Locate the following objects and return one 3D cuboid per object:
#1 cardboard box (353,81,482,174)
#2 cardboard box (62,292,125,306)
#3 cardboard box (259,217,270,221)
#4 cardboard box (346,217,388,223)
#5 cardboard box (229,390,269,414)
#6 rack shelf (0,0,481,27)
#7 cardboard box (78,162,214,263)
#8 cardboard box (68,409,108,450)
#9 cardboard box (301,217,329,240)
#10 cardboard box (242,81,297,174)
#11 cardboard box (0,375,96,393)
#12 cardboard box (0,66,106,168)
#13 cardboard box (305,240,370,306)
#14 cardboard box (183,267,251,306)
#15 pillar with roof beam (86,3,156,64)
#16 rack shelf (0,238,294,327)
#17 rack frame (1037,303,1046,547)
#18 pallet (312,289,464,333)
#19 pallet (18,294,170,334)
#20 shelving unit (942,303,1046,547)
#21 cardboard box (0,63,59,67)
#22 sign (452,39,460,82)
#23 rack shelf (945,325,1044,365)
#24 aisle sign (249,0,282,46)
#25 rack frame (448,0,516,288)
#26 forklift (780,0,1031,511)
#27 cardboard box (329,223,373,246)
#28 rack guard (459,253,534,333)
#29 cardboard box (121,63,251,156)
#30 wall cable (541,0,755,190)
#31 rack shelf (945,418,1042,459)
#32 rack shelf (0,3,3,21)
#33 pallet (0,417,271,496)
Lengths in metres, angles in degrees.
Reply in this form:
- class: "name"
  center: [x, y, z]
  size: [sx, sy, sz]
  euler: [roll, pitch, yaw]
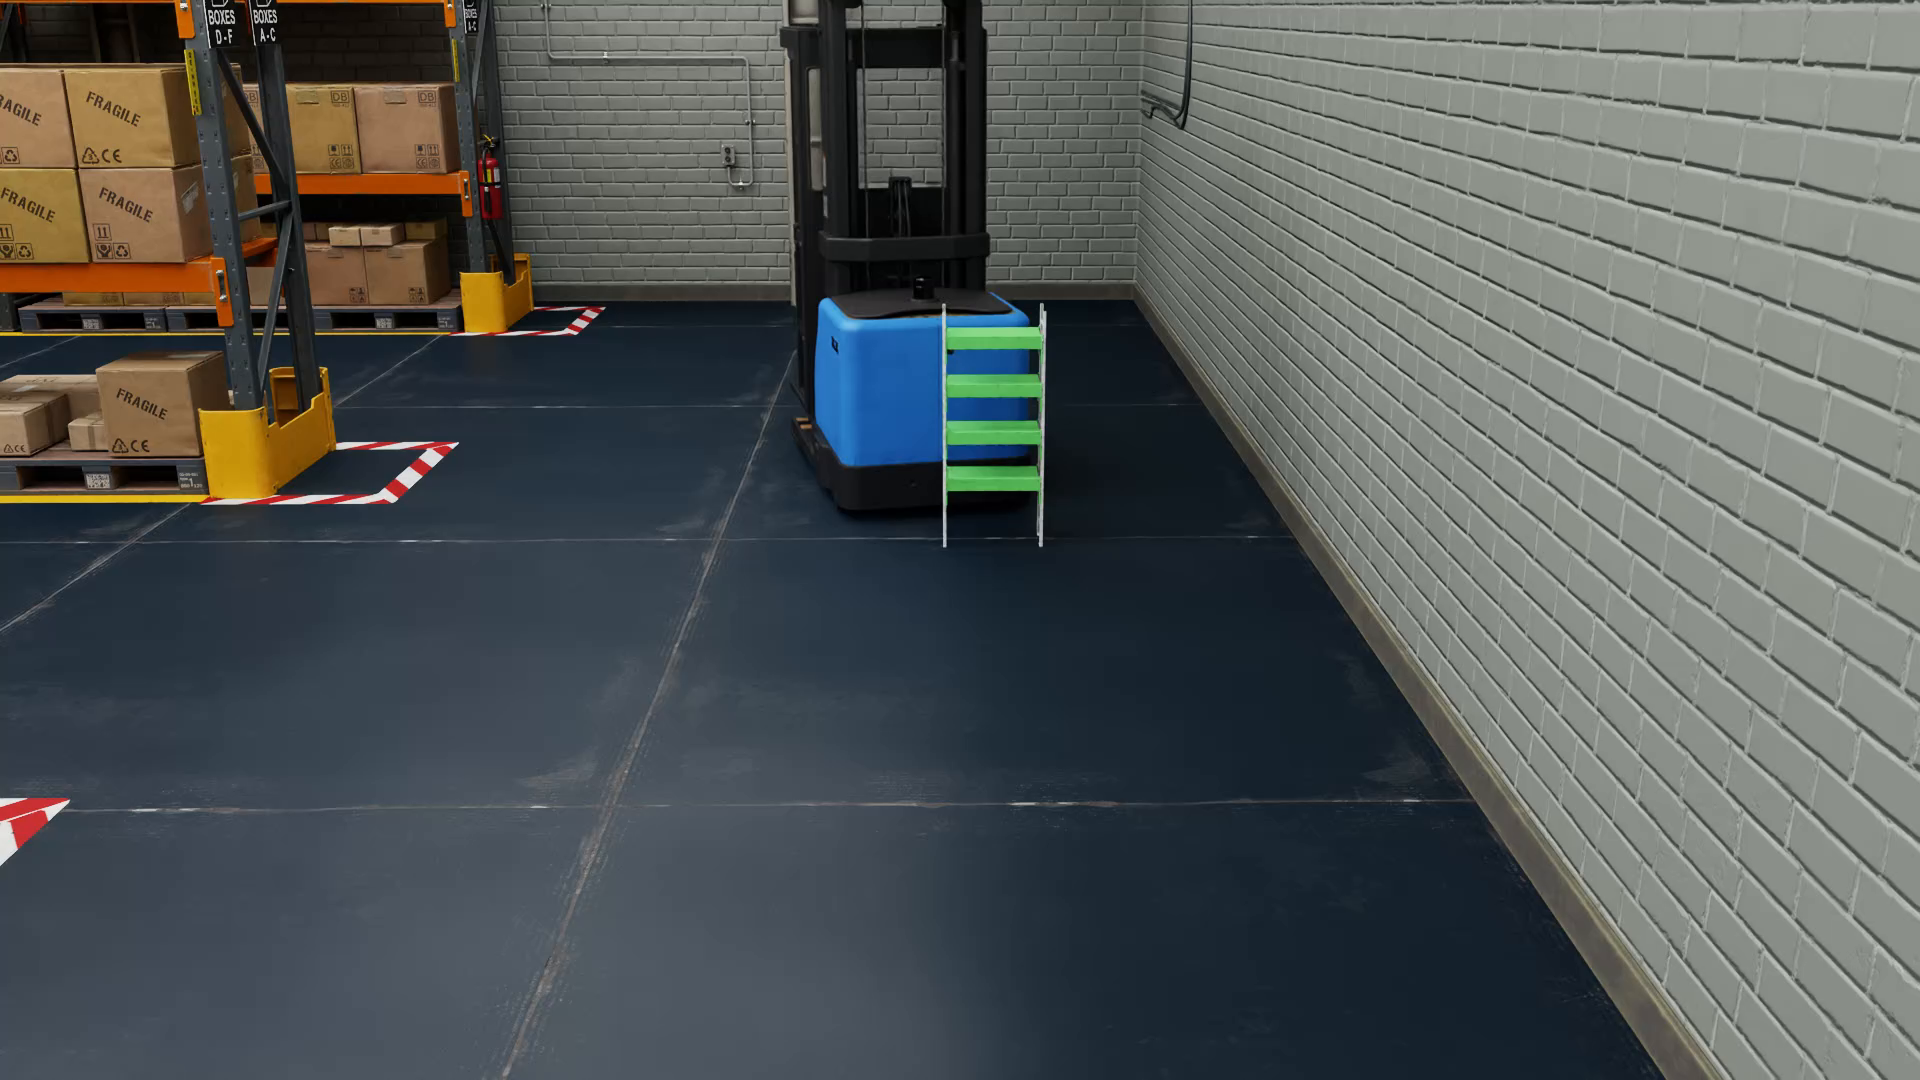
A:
- class: "cardboard box"
  center: [-4.548, -3.486, 14.012]
  size: [0.700, 0.700, 0.980]
  euler: [1, 18, 2]
- class: "cardboard box"
  center: [-7.289, -2.311, 14.246]
  size: [0.500, 0.500, 0.700]
  euler: [0, 18, 0]
- class: "cardboard box"
  center: [-6.136, -2.687, 14.356]
  size: [0.250, 0.149, 0.380]
  euler: [-1, 18, -2]
- class: "cardboard box"
  center: [-5.122, -2.692, 14.371]
  size: [0.250, 0.149, 0.380]
  euler: [0, 18, -1]
- class: "cardboard box"
  center: [-4.381, -0.790, 10.047]
  size: [0.250, 0.149, 0.380]
  euler: [0, 18, -1]
- class: "rack shelf"
  center: [-6.038, -4.424, 13.696]
  size: [4.000, 0.370, 1.077]
  euler: [0, 18, -1]
- class: "cardboard box"
  center: [-4.400, -1.798, 9.077]
  size: [0.500, 0.500, 0.500]
  euler: [0, 18, 1]
- class: "cardboard box"
  center: [-4.903, -0.643, 9.561]
  size: [0.250, 0.166, 0.380]
  euler: [0, 18, -1]
- class: "cardboard box"
  center: [-5.626, -2.689, 14.363]
  size: [0.250, 0.149, 0.380]
  euler: [0, 18, 0]
- class: "cardboard box"
  center: [-6.038, -3.478, 13.987]
  size: [0.700, 0.700, 0.980]
  euler: [-1, 18, -4]
- class: "cardboard box"
  center: [-5.505, -0.815, 9.958]
  size: [0.500, 0.250, 0.500]
  euler: [0, 18, -1]
- class: "cardboard box"
  center: [-4.902, -2.270, 8.913]
  size: [0.500, 0.500, 0.500]
  euler: [0, 18, 1]
- class: "cardboard box"
  center: [-5.237, -2.322, 14.279]
  size: [0.500, 0.500, 0.700]
  euler: [0, 18, -1]
- class: "cardboard box"
  center: [-6.273, -2.314, 14.256]
  size: [0.500, 0.500, 0.700]
  euler: [0, 18, 0]
- class: "pillar with roof beam"
  center: [-7.284, -5.138, 9.833]
  size: [0.400, 9.000, 9.100]
  euler: [0, 18, -1]
- class: "rack shelf"
  center: [-5.956, -1.483, 9.438]
  size: [4.000, 0.370, 1.077]
  euler: [0, 18, -1]
- class: "rack frame"
  center: [0.409, -0.573, 8.370]
  size: [0.015, 1.200, 0.240]
  euler: [0, 18, -1]
- class: "pallet"
  center: [-4.837, -1.993, 14.414]
  size: [1.213, 0.211, 1.003]
  euler: [0, 18, -1]
- class: "pallet"
  center: [-7.276, -1.981, 14.377]
  size: [1.213, 0.211, 1.003]
  euler: [0, 18, -1]
- class: "shelving unit"
  center: [0.166, -0.572, 8.367]
  size: [0.503, 1.200, 0.258]
  euler: [0, 18, -1]
- class: "cardboard box"
  center: [-5.427, -2.432, 9.417]
  size: [0.500, 0.500, 0.500]
  euler: [0, 18, 0]
- class: "sign"
  center: [-4.044, -3.847, 13.345]
  size: [0.005, 0.325, 0.100]
  euler: [0, 18, -1]
- class: "rack shelf"
  center: [0.166, -0.968, 8.240]
  size: [0.480, 0.148, 0.258]
  euler: [0, 18, -1]
- class: "aisle sign"
  center: [-3.893, -3.163, 9.242]
  size: [0.004, 0.787, 0.394]
  euler: [0, 18, -1]
- class: "rack frame"
  center: [-4.039, -3.348, 14.075]
  size: [0.127, 3.000, 1.000]
  euler: [0, 18, -1]
- class: "forklift"
  center: [-0.443, -1.962, 9.867]
  size: [1.130, 2.935, 3.031]
  euler: [-4, 18, -12]
- class: "cardboard box"
  center: [-5.118, -2.575, 14.007]
  size: [0.250, 0.149, 0.380]
  euler: [0, 18, 1]
- class: "rack guard"
  center: [-4.015, -2.158, 14.457]
  size: [0.348, 0.500, 1.175]
  euler: [0, 18, -1]
- class: "cardboard box"
  center: [-4.404, -2.437, 9.435]
  size: [0.500, 0.500, 0.500]
  euler: [0, 18, 1]
- class: "wall cable"
  center: [-2.773, -4.127, 14.839]
  size: [1.851, 1.984, 0.084]
  euler: [0, 18, -1]
- class: "rack shelf"
  center: [0.166, -0.511, 8.386]
  size: [0.480, 0.148, 0.258]
  euler: [0, 18, -1]
- class: "rack shelf"
  center: [-10.038, -4.405, 13.636]
  size: [4.000, 0.370, 1.077]
  euler: [0, 18, -1]
- class: "pallet"
  center: [-4.830, -0.503, 9.770]
  size: [1.213, 0.211, 1.003]
  euler: [0, 18, -1]
